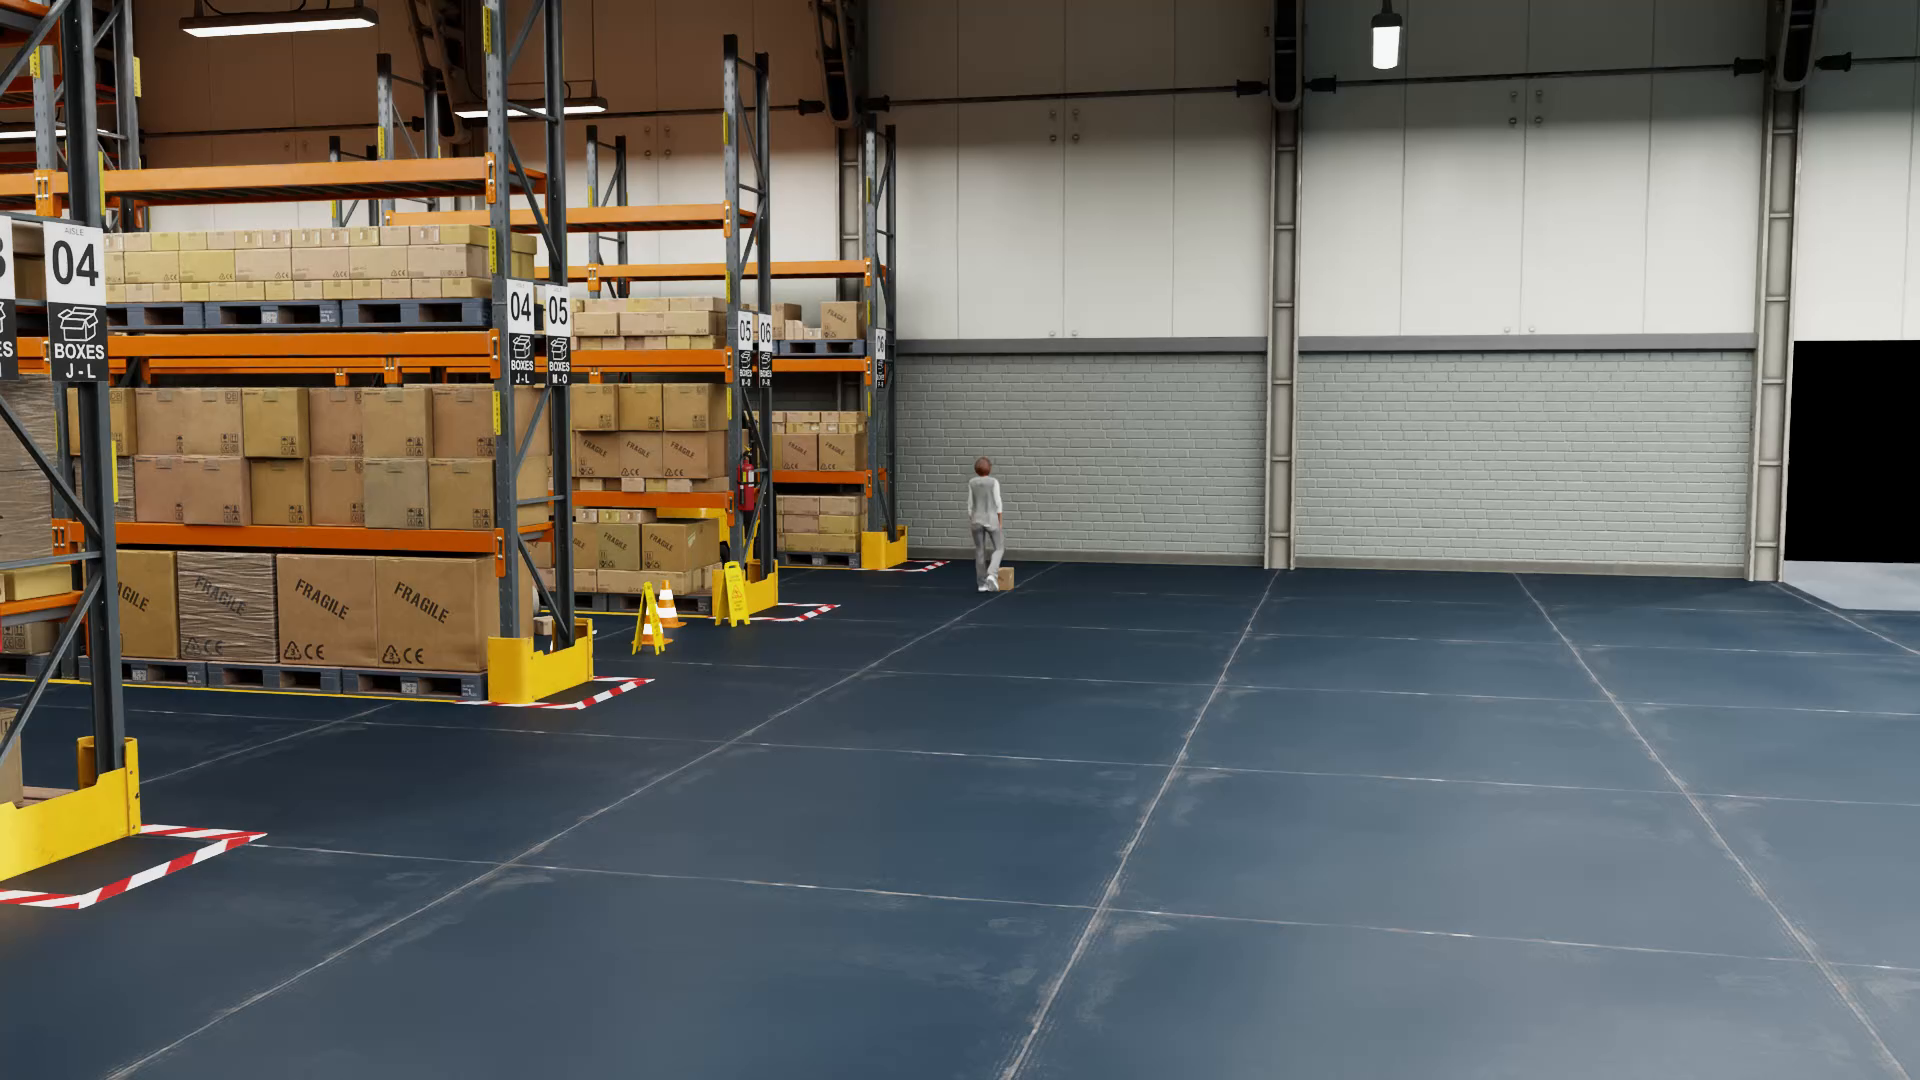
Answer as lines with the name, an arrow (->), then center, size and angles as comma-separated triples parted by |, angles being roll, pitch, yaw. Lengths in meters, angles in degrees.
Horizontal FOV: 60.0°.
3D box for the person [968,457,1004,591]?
person -> 0.307, -0.181, 19.508 | 0.435, 1.583, 0.536 | 1, 5, 16
